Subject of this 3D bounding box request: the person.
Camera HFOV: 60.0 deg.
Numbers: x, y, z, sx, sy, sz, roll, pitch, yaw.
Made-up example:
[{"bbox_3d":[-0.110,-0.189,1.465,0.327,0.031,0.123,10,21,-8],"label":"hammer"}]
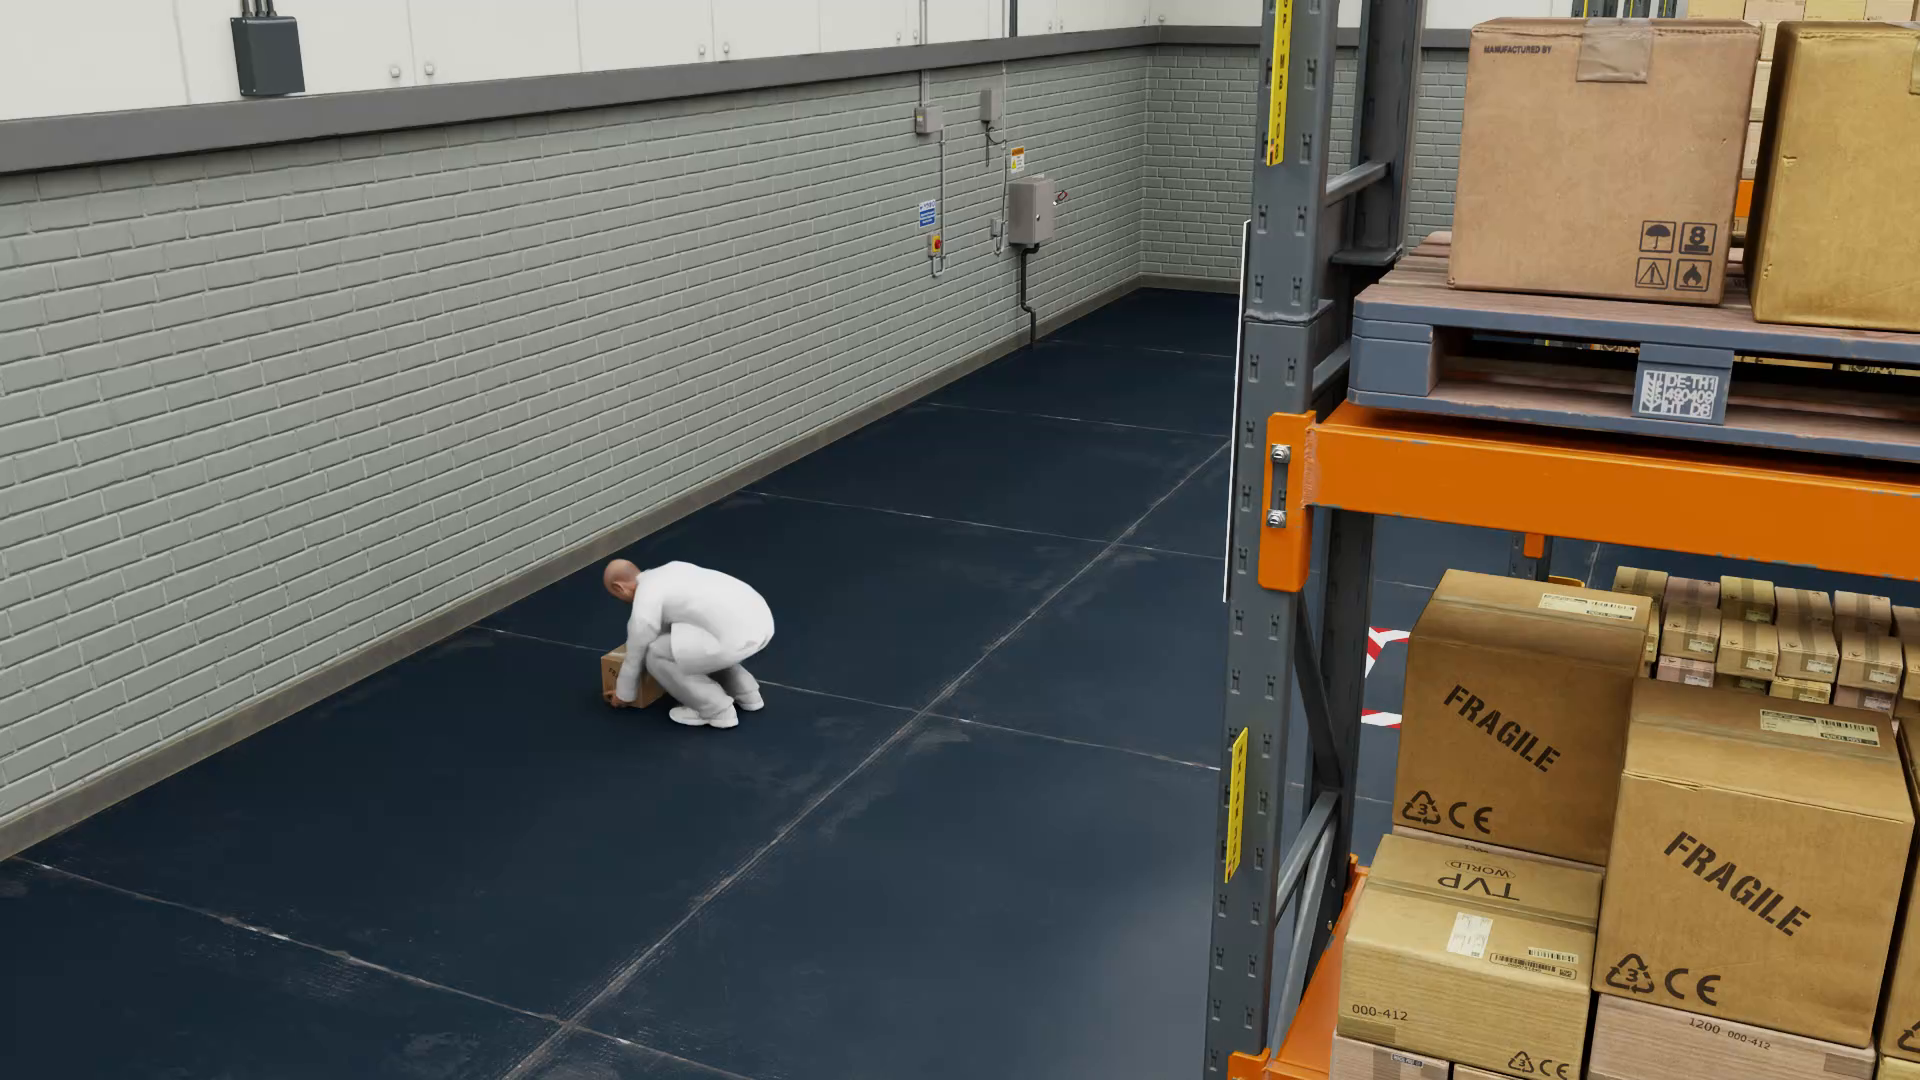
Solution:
[{"bbox_3d":[-1.408,0.528,8.628,0.938,0.827,0.577,8,20,22],"label":"person"}]
